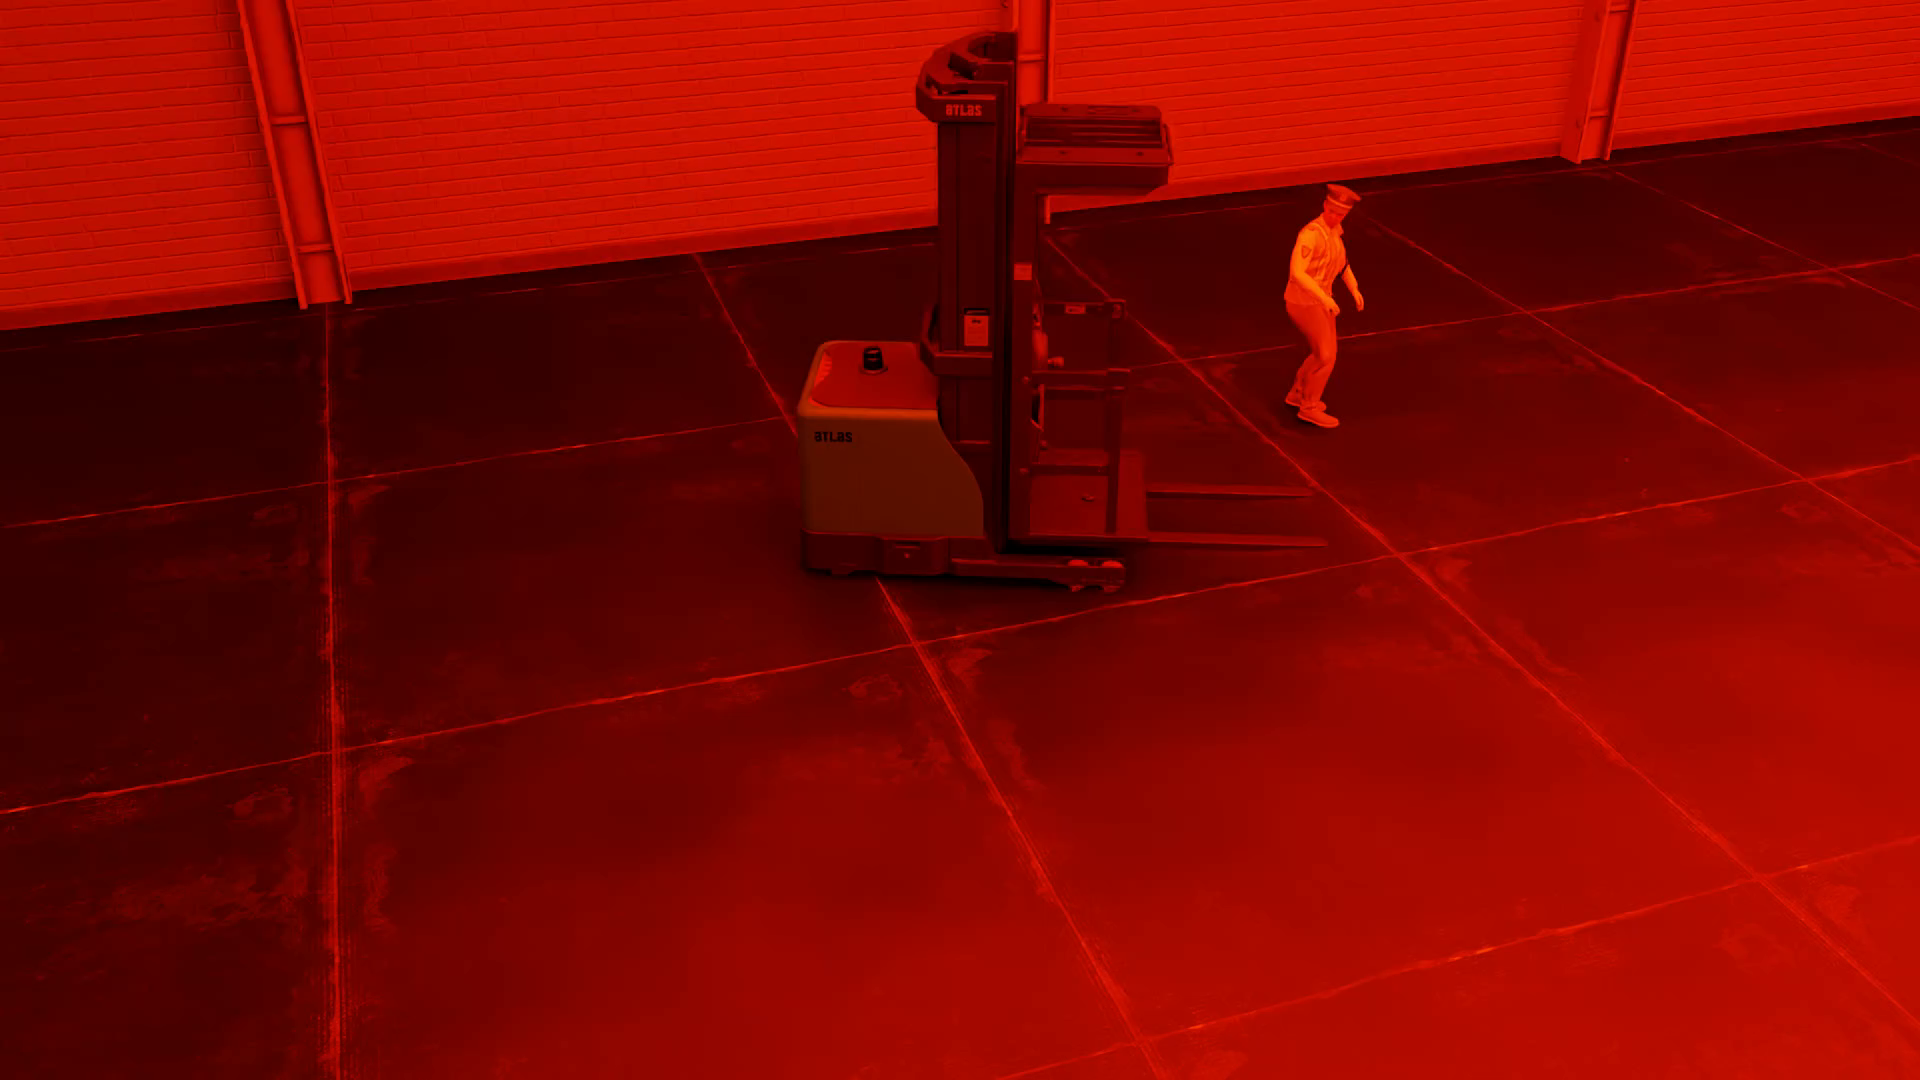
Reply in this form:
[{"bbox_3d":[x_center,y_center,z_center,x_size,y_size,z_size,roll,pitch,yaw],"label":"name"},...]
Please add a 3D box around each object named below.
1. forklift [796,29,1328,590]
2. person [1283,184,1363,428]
[{"bbox_3d":[0.615,-1.258,9.274,3.031,2.935,1.130,2,30,3],"label":"forklift"},{"bbox_3d":[2.439,-1.588,11.176,0.483,1.632,0.712,15,33,25],"label":"person"}]
